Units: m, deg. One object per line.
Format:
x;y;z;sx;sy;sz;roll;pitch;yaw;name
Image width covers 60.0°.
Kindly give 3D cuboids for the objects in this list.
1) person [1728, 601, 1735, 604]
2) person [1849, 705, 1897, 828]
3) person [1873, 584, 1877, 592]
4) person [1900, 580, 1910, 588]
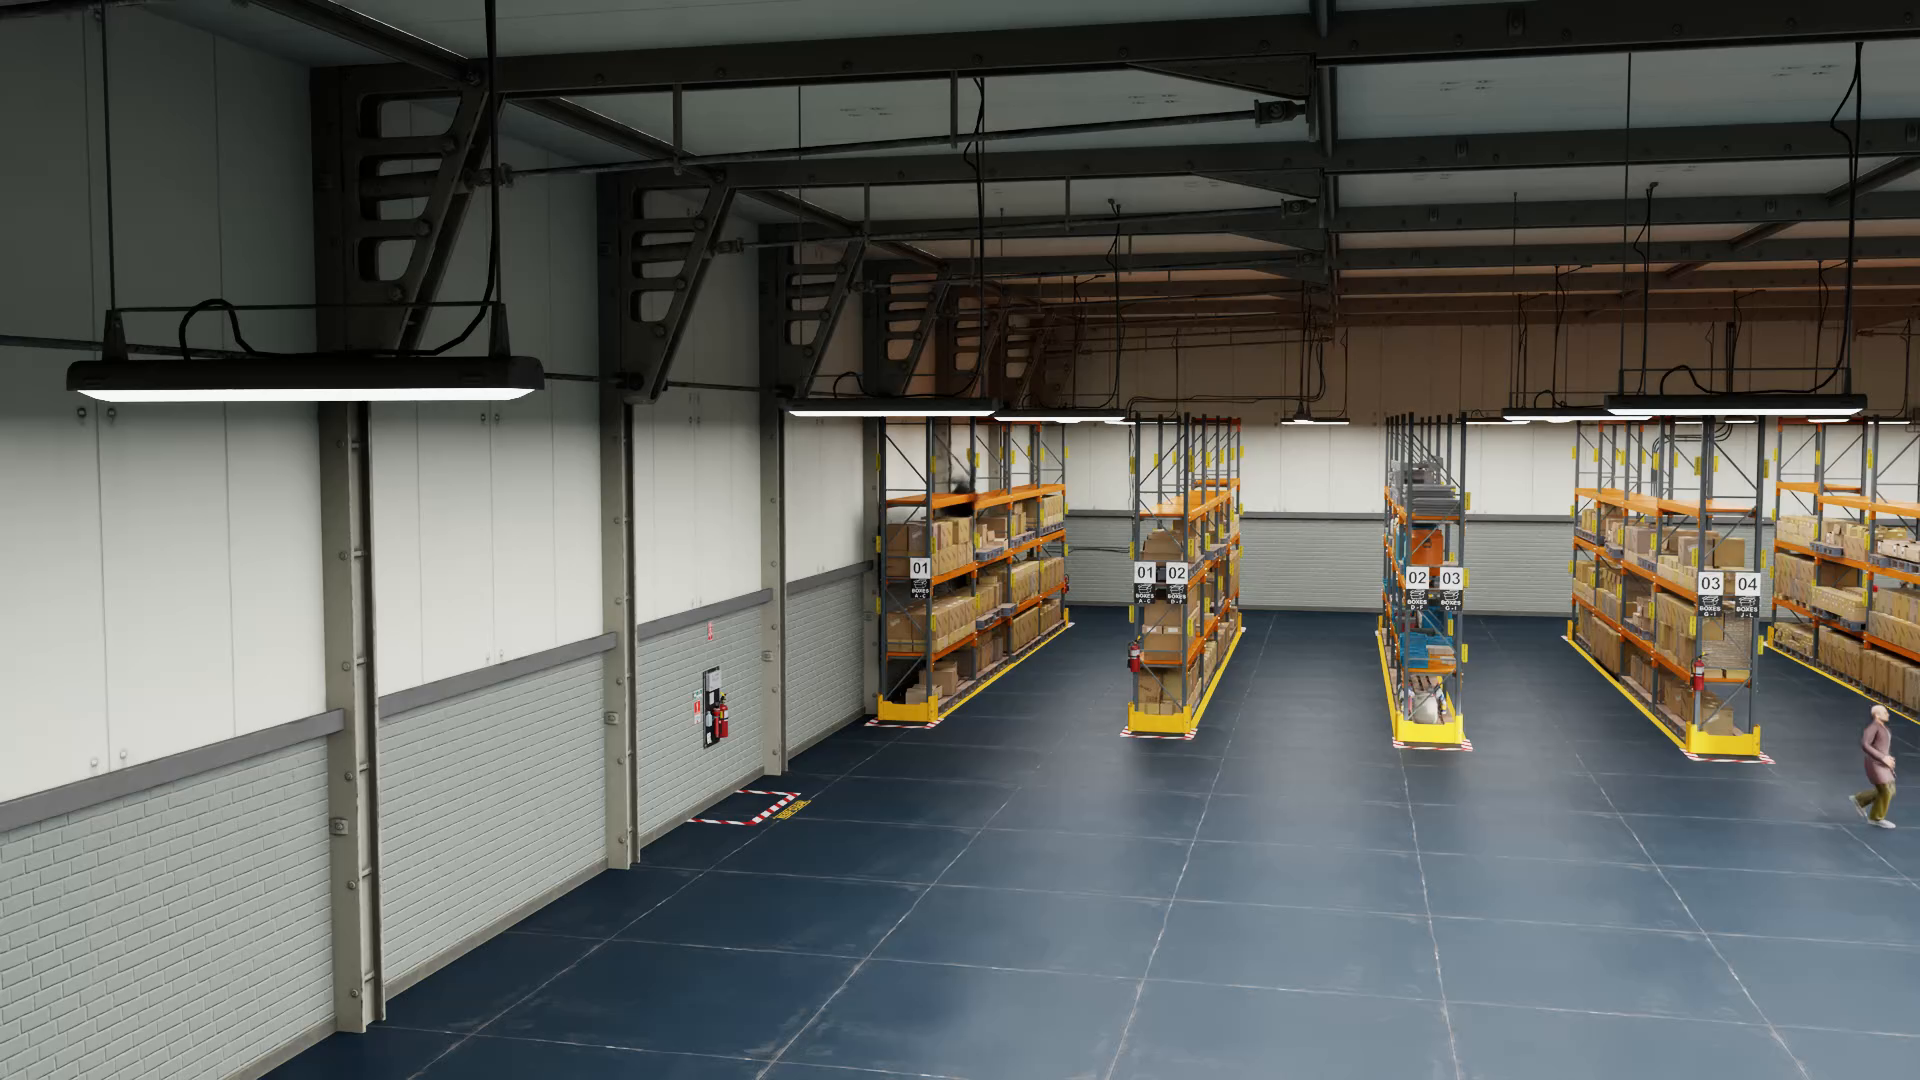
19.602;2.053;41.925;0.613;1.723;0.760;2;4;23;person
13.116;3.233;23.892;0.639;1.741;0.721;4;5;43;person
23.037;1.985;42.043;0.641;1.775;0.690;0;4;5;person
25.039;1.844;44.216;0.716;1.794;0.658;1;4;9;person
